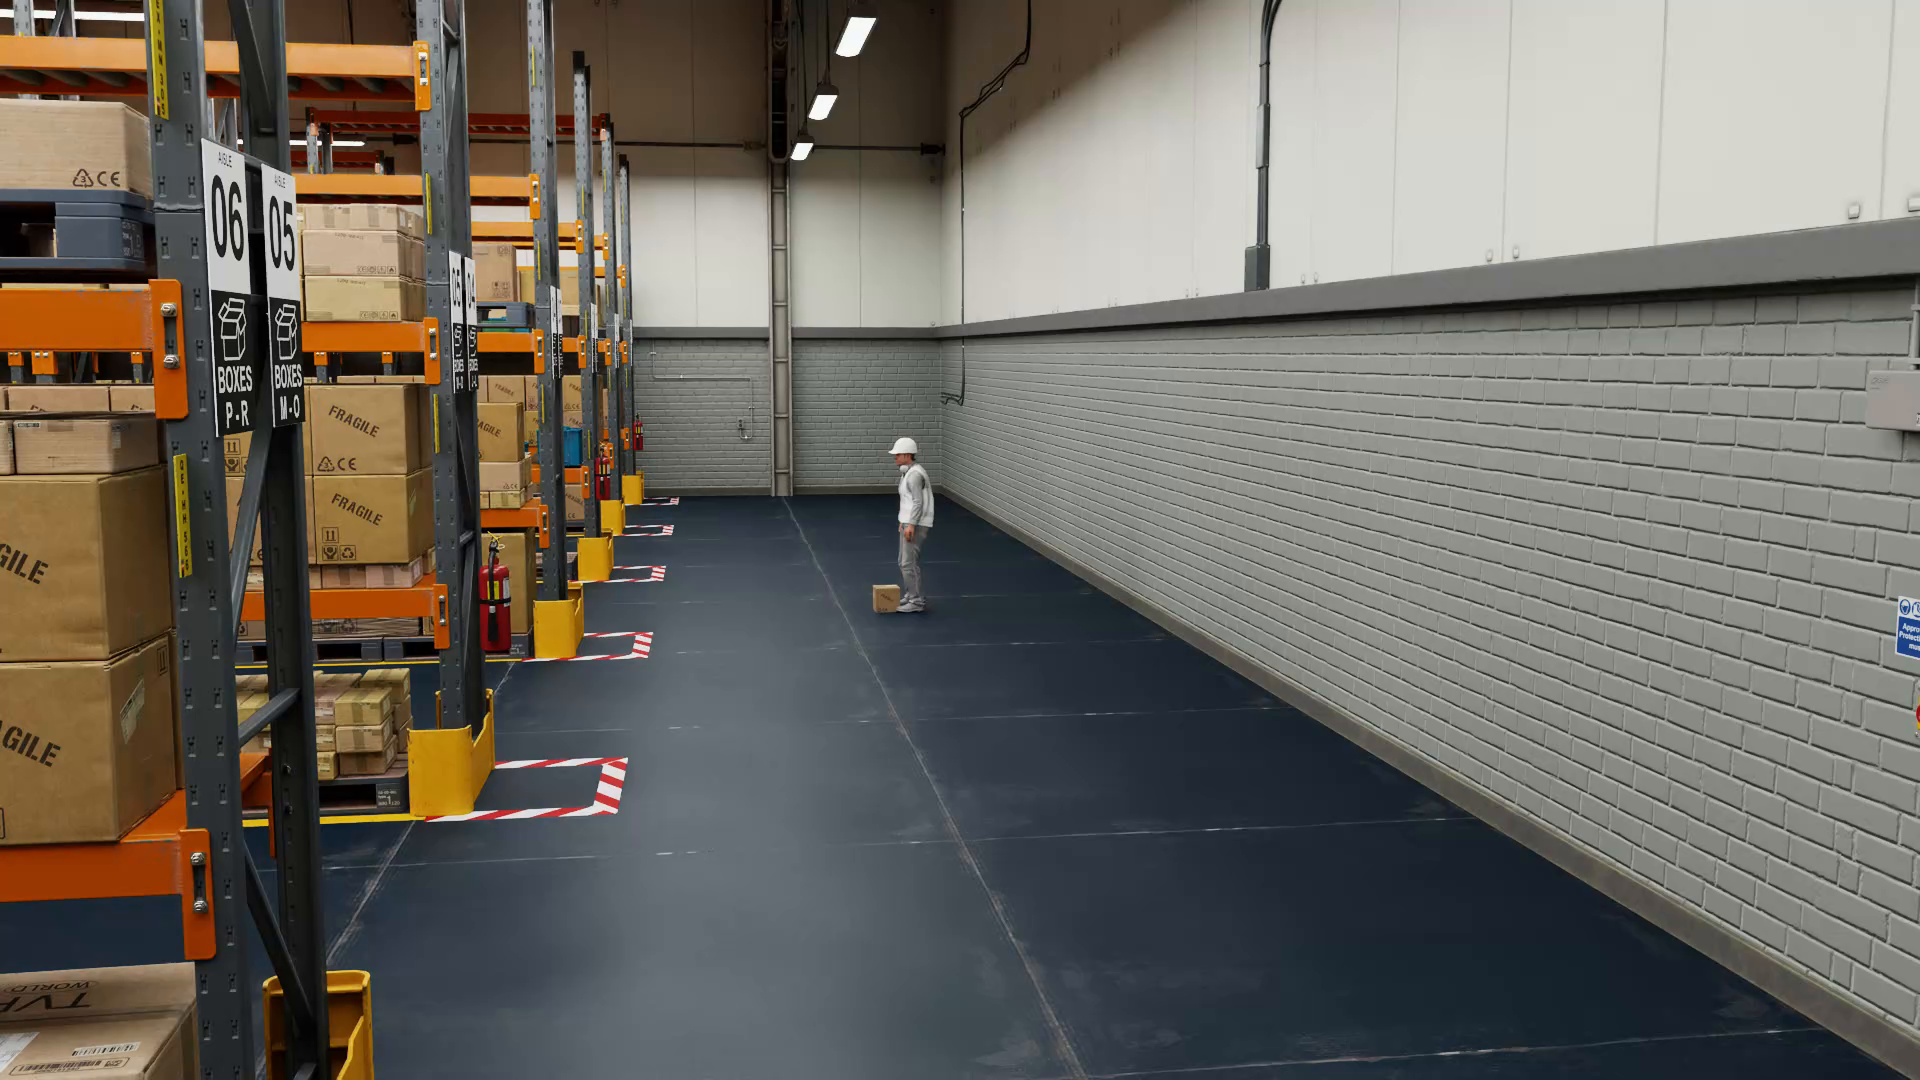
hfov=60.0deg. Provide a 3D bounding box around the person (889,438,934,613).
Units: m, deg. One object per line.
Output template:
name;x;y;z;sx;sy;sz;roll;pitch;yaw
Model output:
person;-0.498;-0.161;17.017;0.461;1.771;0.581;-1;7;-8
